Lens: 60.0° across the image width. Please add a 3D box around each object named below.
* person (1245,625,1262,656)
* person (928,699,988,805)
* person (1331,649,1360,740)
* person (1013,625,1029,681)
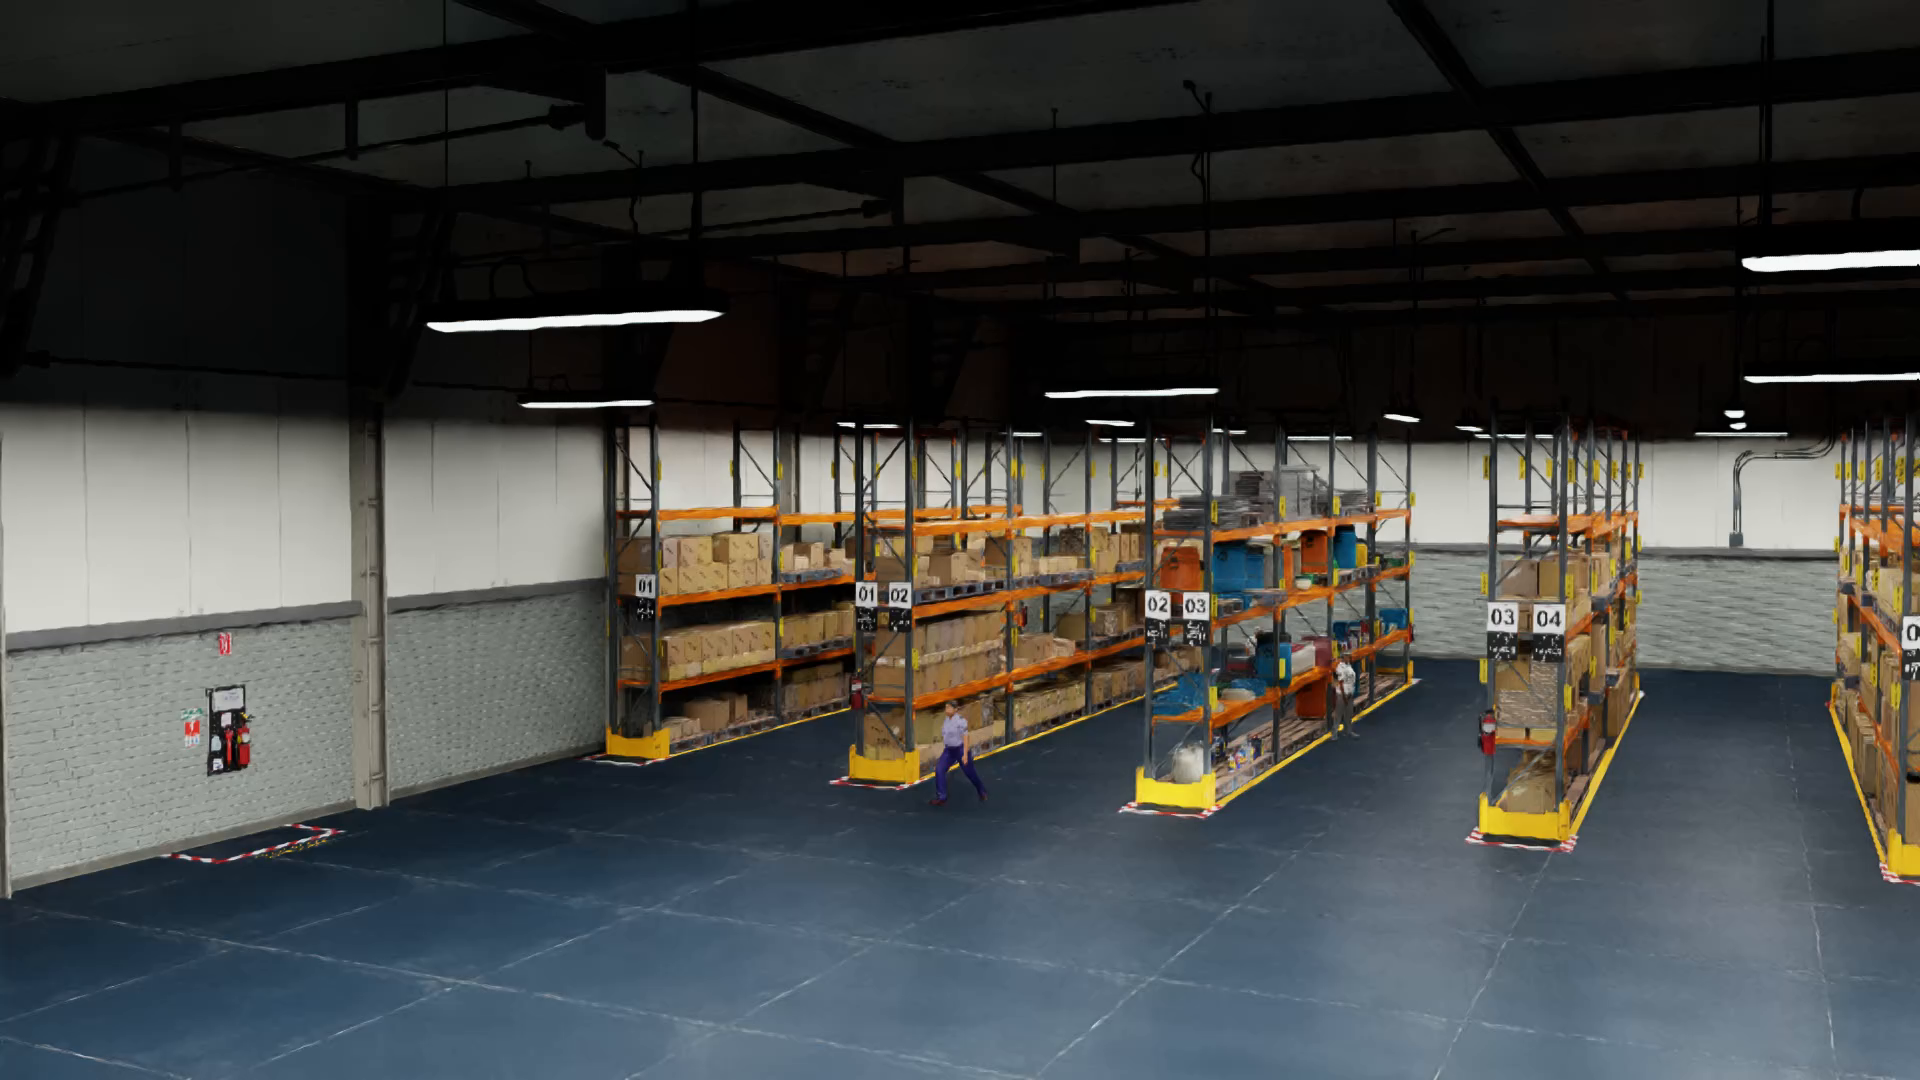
[{"bbox_3d":[6.561,2.669,36.544,0.625,1.611,0.582,1,3,24],"label":"person"},{"bbox_3d":[0.000,3.160,24.853,0.938,1.582,0.534,-2,3,-44],"label":"person"},{"bbox_3d":[7.137,2.852,30.878,0.391,1.676,0.632,2,3,43],"label":"person"},{"bbox_3d":[1.291,2.647,36.618,0.488,1.590,1.089,1,3,23],"label":"person"}]
